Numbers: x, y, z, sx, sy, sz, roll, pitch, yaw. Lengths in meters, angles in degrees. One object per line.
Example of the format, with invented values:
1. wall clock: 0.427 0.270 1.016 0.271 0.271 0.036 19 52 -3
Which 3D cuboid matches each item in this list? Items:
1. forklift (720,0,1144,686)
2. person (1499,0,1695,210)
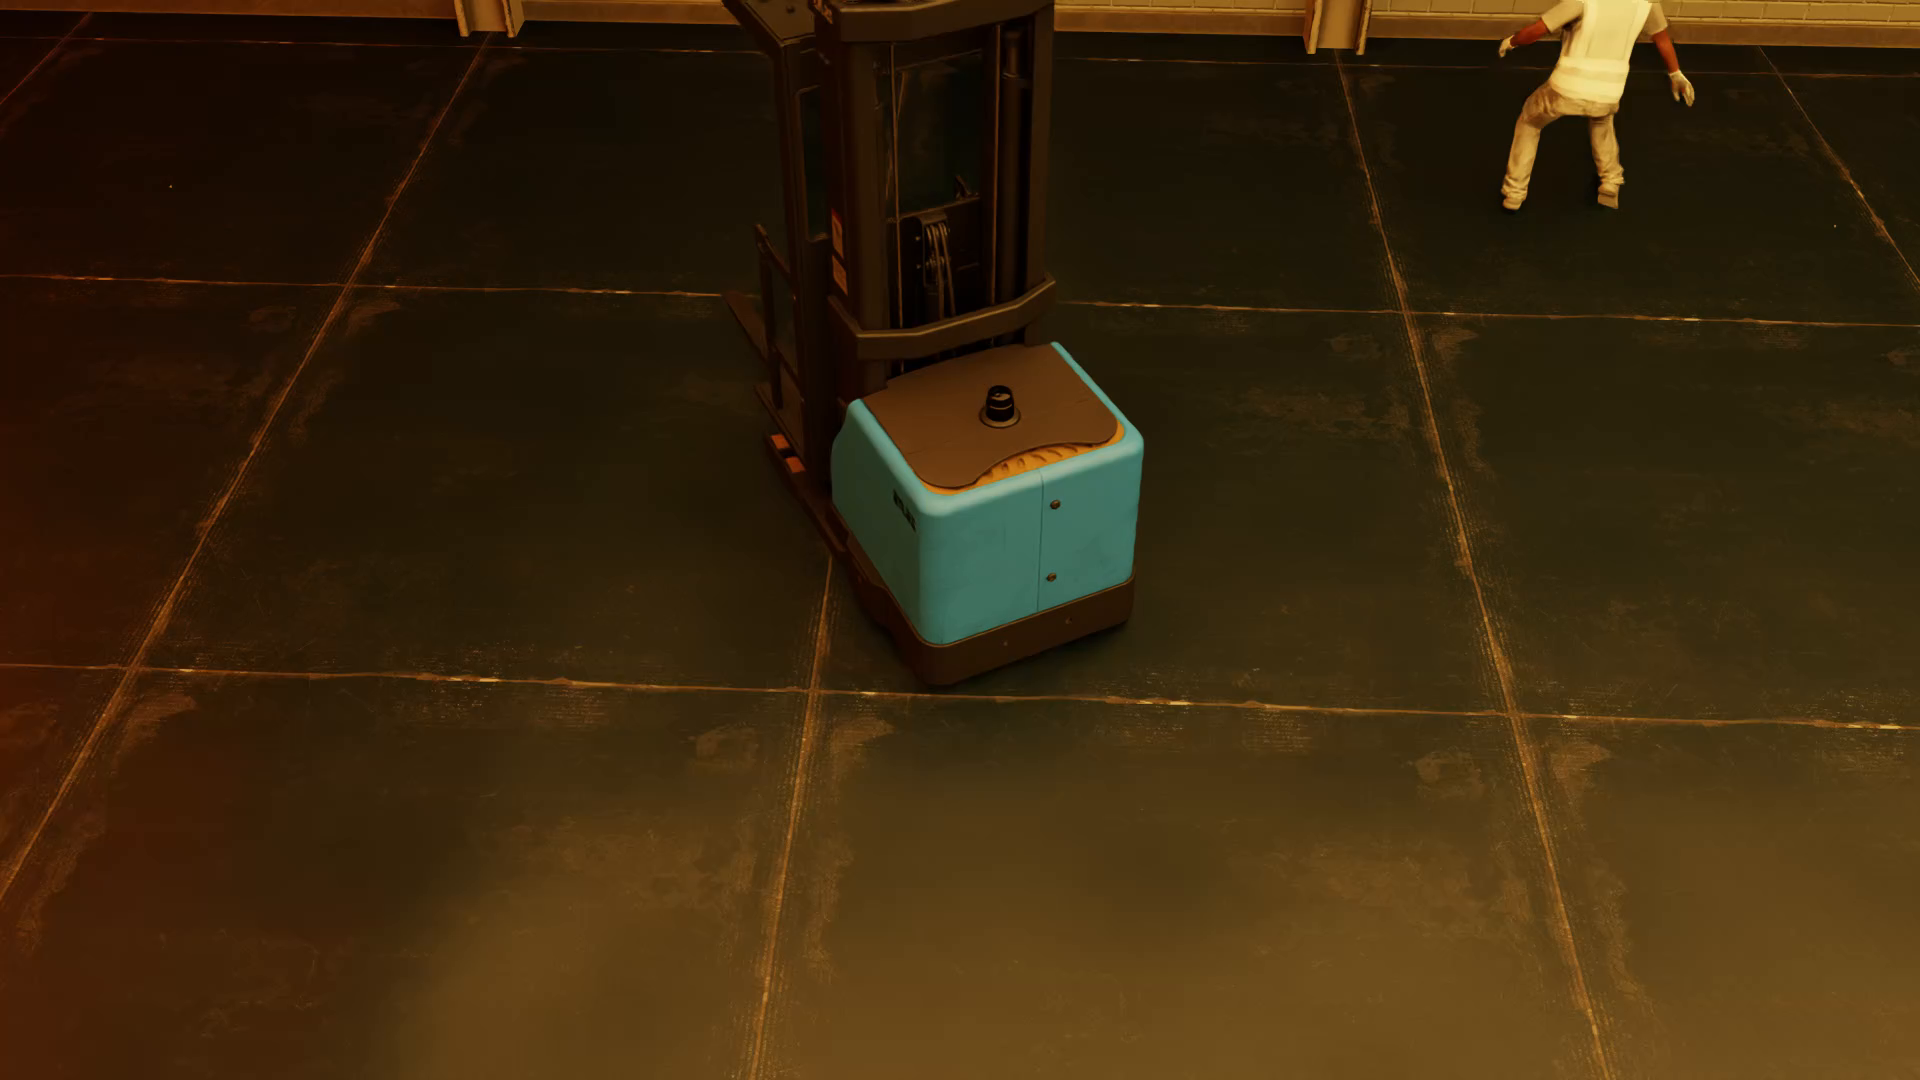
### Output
1. forklift: -0.325 -1.453 7.334 1.130 2.935 3.031 -18 45 -19
2. person: 3.689 -2.664 9.706 1.057 1.678 0.537 -1 42 -1
